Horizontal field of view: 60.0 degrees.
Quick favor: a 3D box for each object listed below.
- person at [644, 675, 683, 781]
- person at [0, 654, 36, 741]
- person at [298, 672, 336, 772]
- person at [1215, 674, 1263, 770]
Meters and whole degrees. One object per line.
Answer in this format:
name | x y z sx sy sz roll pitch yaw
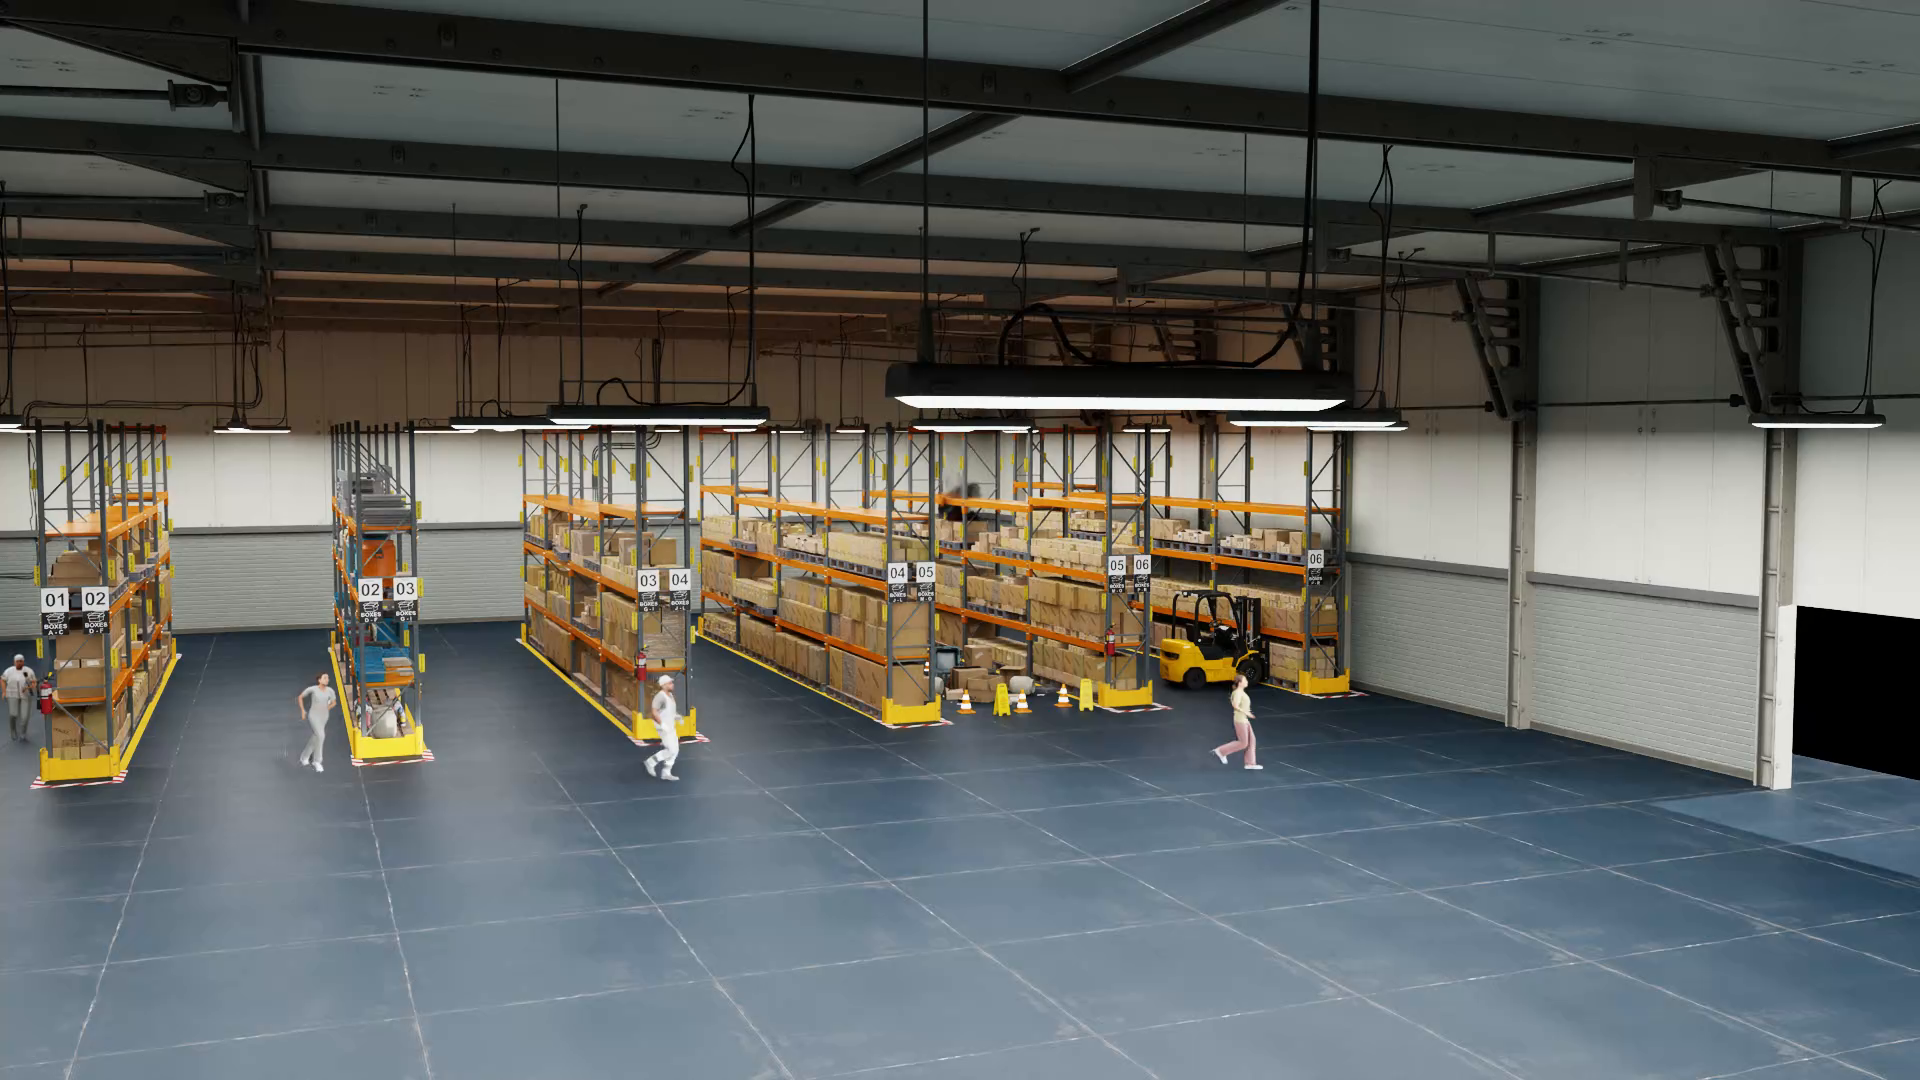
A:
person | -4.938 3.121 27.676 0.593 1.756 0.678 0 4 7
person | -17.606 2.952 31.114 0.576 1.630 0.714 -2 4 -32
person | -11.066 3.107 28.731 0.806 1.654 0.584 3 4 37
person | 4.783 3.109 28.480 0.820 1.638 0.591 1 4 11
